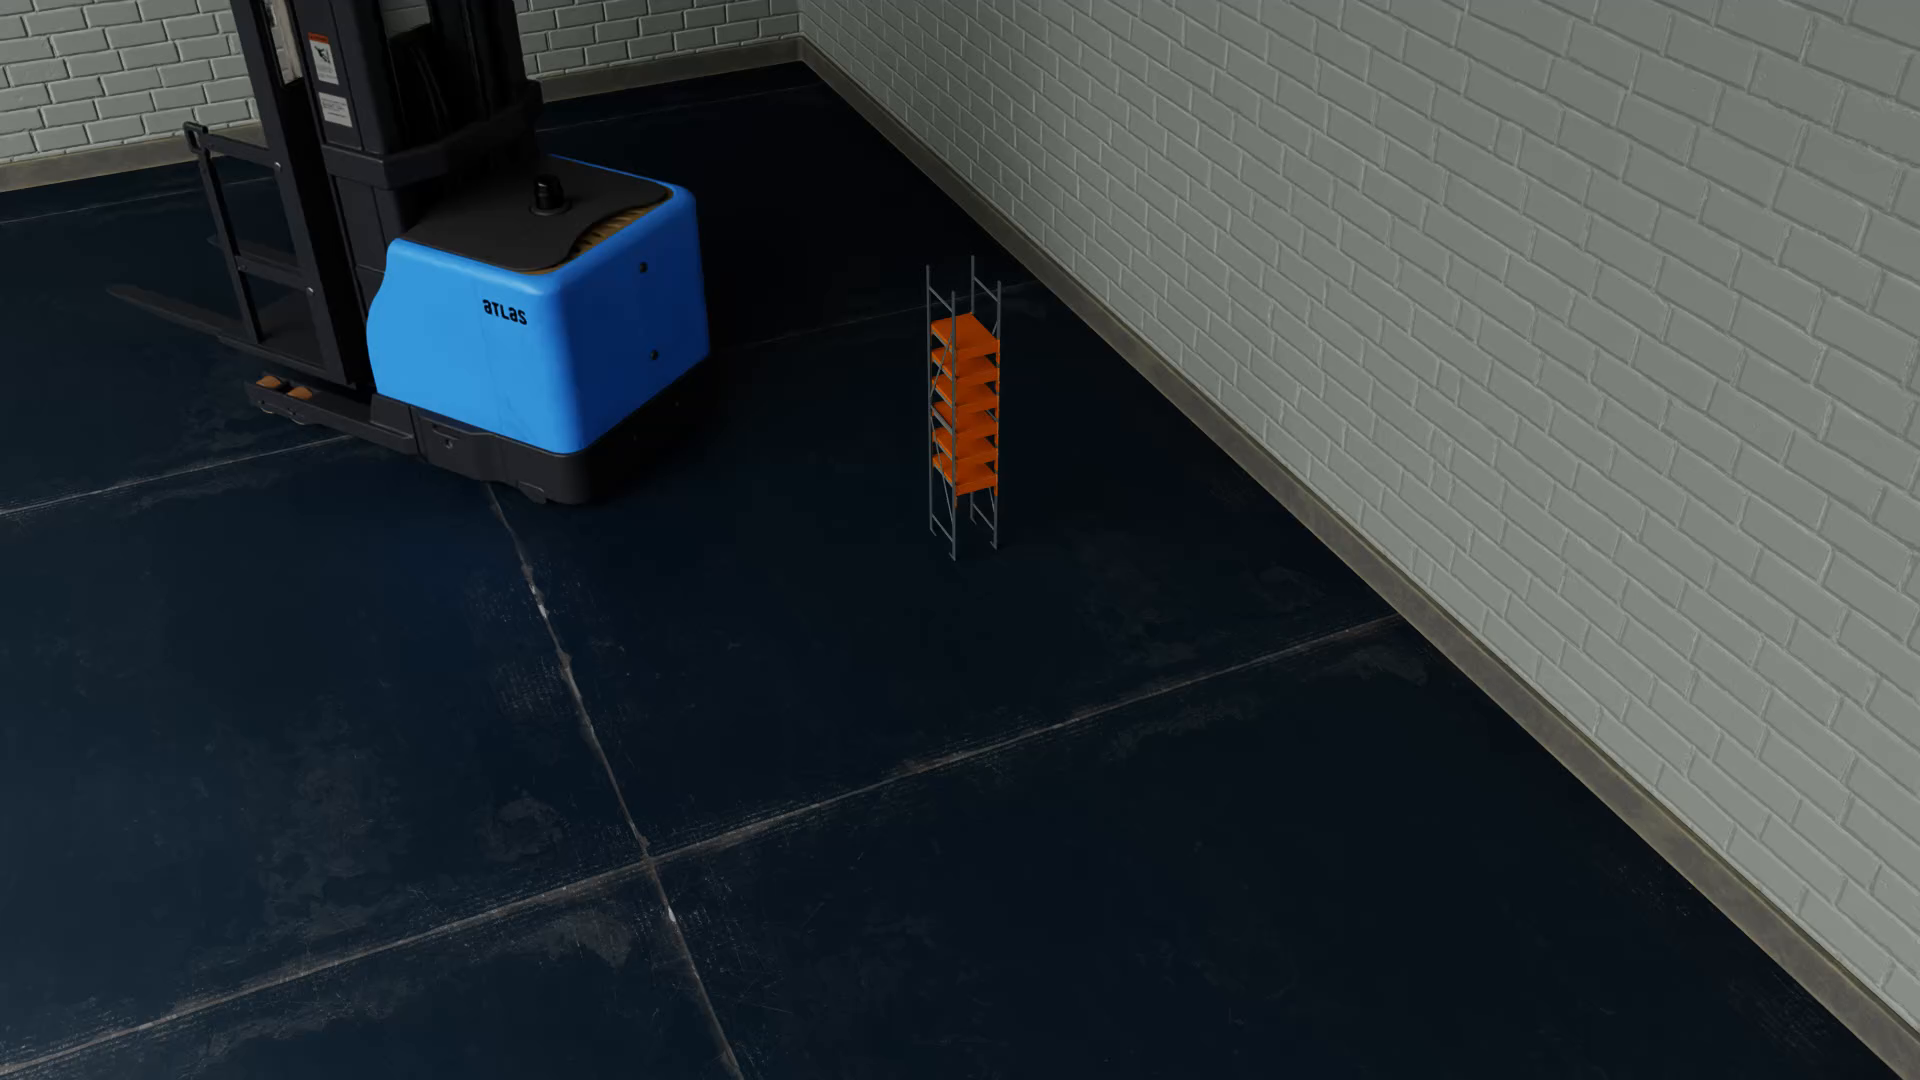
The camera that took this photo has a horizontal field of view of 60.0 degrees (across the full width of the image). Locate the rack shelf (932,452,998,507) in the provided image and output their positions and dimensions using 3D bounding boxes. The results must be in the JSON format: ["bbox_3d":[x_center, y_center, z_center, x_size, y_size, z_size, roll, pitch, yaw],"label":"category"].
[{"bbox_3d":[0.013,-0.257,6.567,0.180,0.103,0.258,-16,39,-20],"label":"rack shelf"}]

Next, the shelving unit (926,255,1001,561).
[{"bbox_3d":[0.013,-0.486,6.398,0.189,1.200,0.258,-16,39,-20],"label":"shelving unit"}]

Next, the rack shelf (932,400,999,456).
[{"bbox_3d":[0.013,-0.450,6.424,0.180,0.103,0.258,-16,39,-20],"label":"rack shelf"}]

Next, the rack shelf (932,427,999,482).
[{"bbox_3d":[0.013,-0.354,6.495,0.180,0.103,0.258,-16,39,-20],"label":"rack shelf"}]

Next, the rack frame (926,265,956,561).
[{"bbox_3d":[-0.070,-0.462,6.366,0.006,1.200,0.240,-16,39,-20],"label":"rack frame"}]

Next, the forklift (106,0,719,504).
[{"bbox_3d":[-2.629,-1.949,6.917,3.031,2.935,1.130,18,40,23],"label":"forklift"}]

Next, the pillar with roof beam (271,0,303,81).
[{"bbox_3d":[-1.860,-3.665,4.137,0.400,9.000,9.100,-16,39,-20],"label":"pillar with roof beam"}]

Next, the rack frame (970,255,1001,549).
[{"bbox_3d":[0.096,-0.509,6.429,0.006,1.200,0.240,-16,39,-20],"label":"rack frame"}]

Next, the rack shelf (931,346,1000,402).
[{"bbox_3d":[0.013,-0.643,6.281,0.180,0.103,0.258,-16,39,-20],"label":"rack shelf"}]

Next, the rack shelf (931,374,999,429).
[{"bbox_3d":[0.013,-0.546,6.352,0.180,0.103,0.258,-16,39,-20],"label":"rack shelf"}]

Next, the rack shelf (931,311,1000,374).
[{"bbox_3d":[0.013,-0.739,6.210,0.180,0.103,0.258,-16,39,-20],"label":"rack shelf"}]
